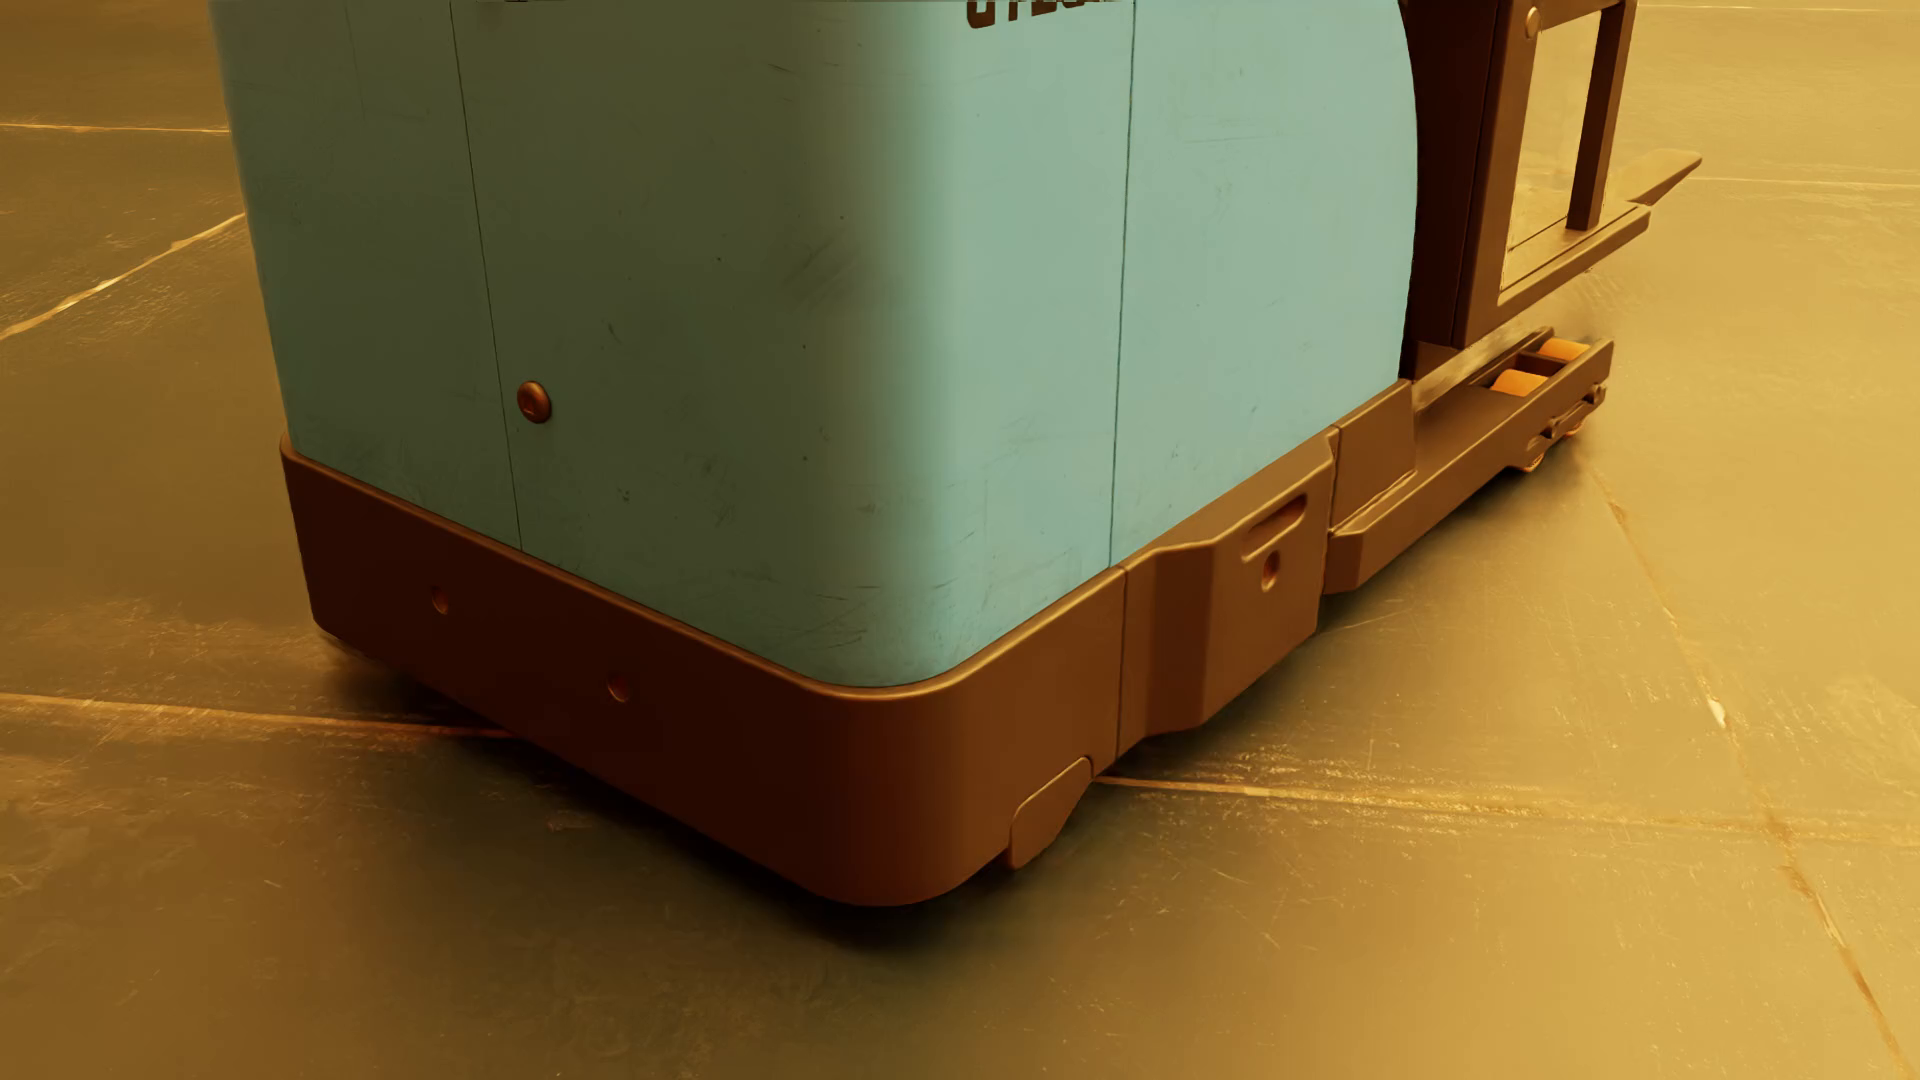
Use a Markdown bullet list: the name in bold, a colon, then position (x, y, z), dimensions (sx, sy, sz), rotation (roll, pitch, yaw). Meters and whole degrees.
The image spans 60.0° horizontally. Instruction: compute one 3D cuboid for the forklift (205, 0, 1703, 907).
- **forklift**: position (0.466, -1.545, 2.313), dimensions (1.130, 2.935, 3.031), rotation (19, 32, 34)
